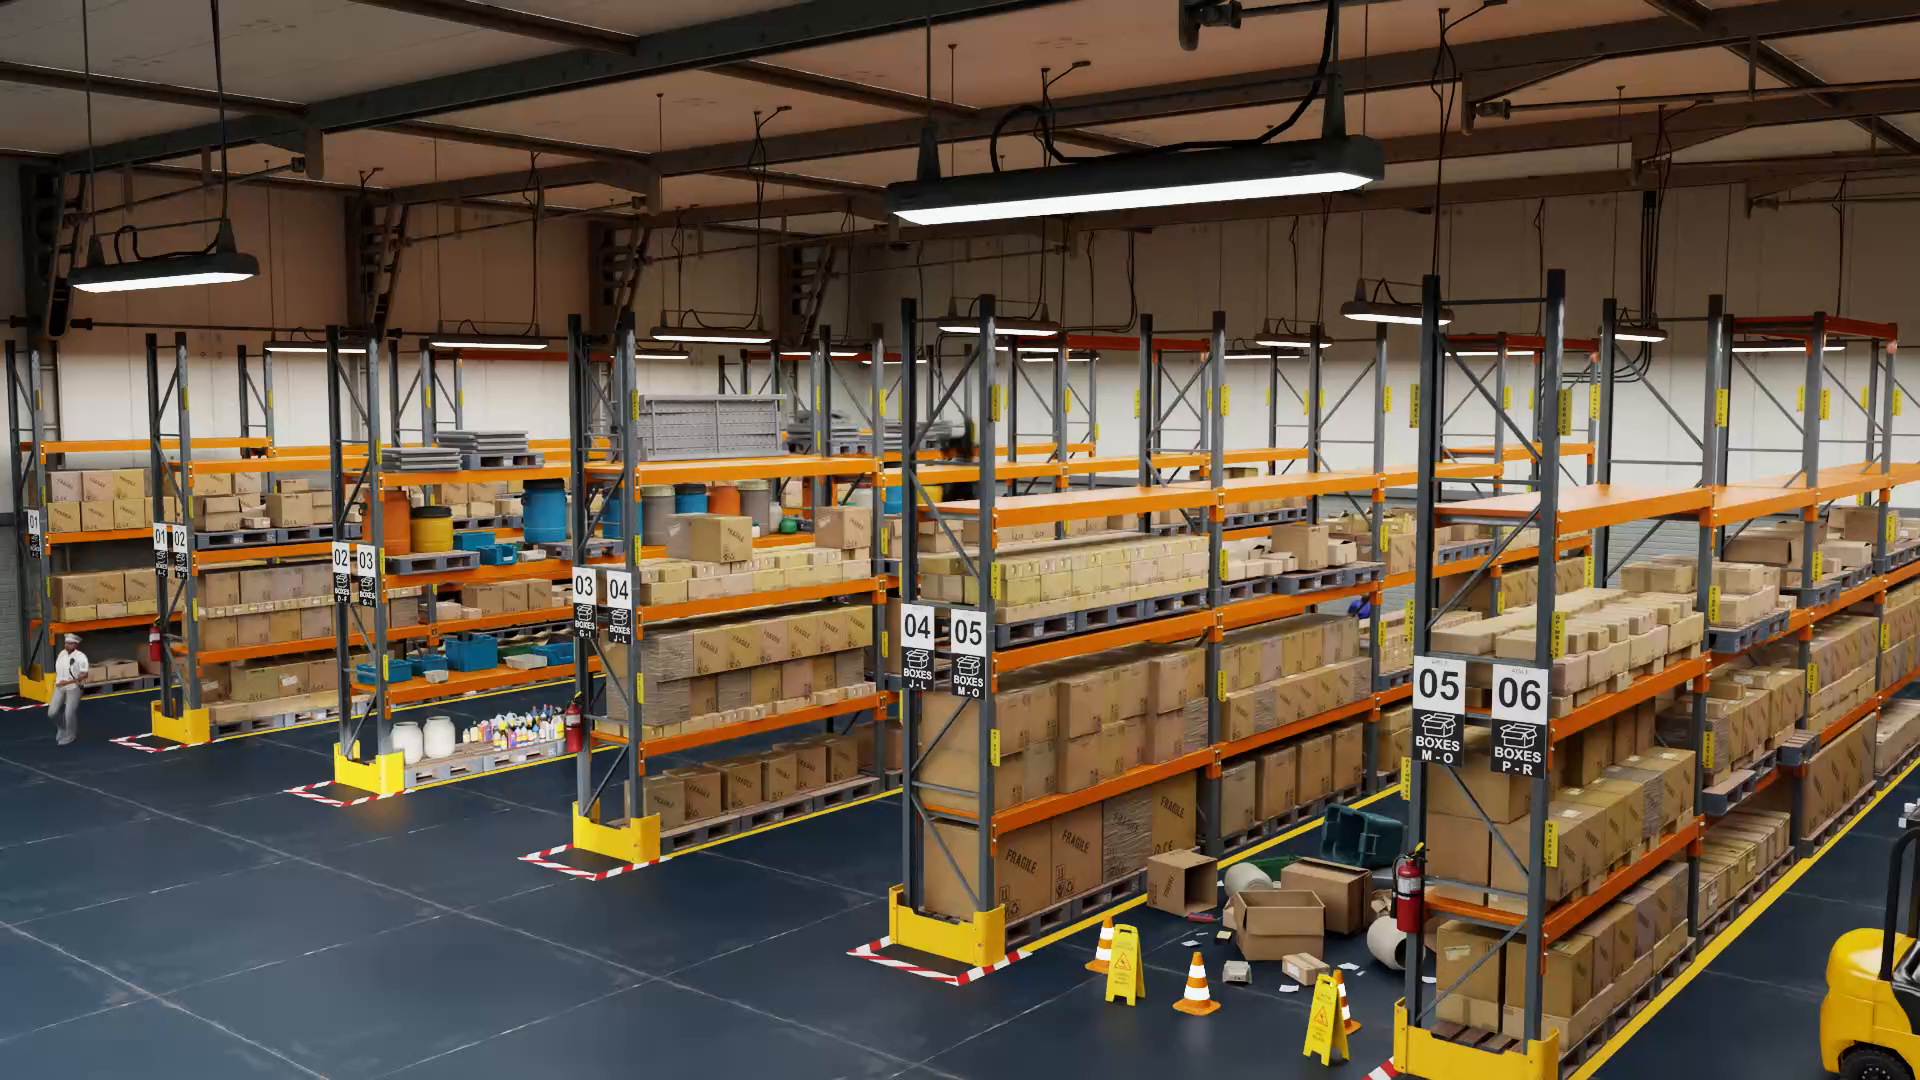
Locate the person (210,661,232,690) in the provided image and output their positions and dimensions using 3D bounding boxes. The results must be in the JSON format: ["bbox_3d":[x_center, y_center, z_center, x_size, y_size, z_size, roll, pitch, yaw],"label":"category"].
[{"bbox_3d":[-11.911,1.920,26.657,0.676,1.689,0.971,4,6,35],"label":"person"}]

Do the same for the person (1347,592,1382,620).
[{"bbox_3d":[7.372,1.659,30.232,0.575,1.645,0.654,0,5,-1],"label":"person"}]

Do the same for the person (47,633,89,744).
[{"bbox_3d":[-12.975,2.169,24.237,0.580,1.655,0.549,0,5,2],"label":"person"}]
